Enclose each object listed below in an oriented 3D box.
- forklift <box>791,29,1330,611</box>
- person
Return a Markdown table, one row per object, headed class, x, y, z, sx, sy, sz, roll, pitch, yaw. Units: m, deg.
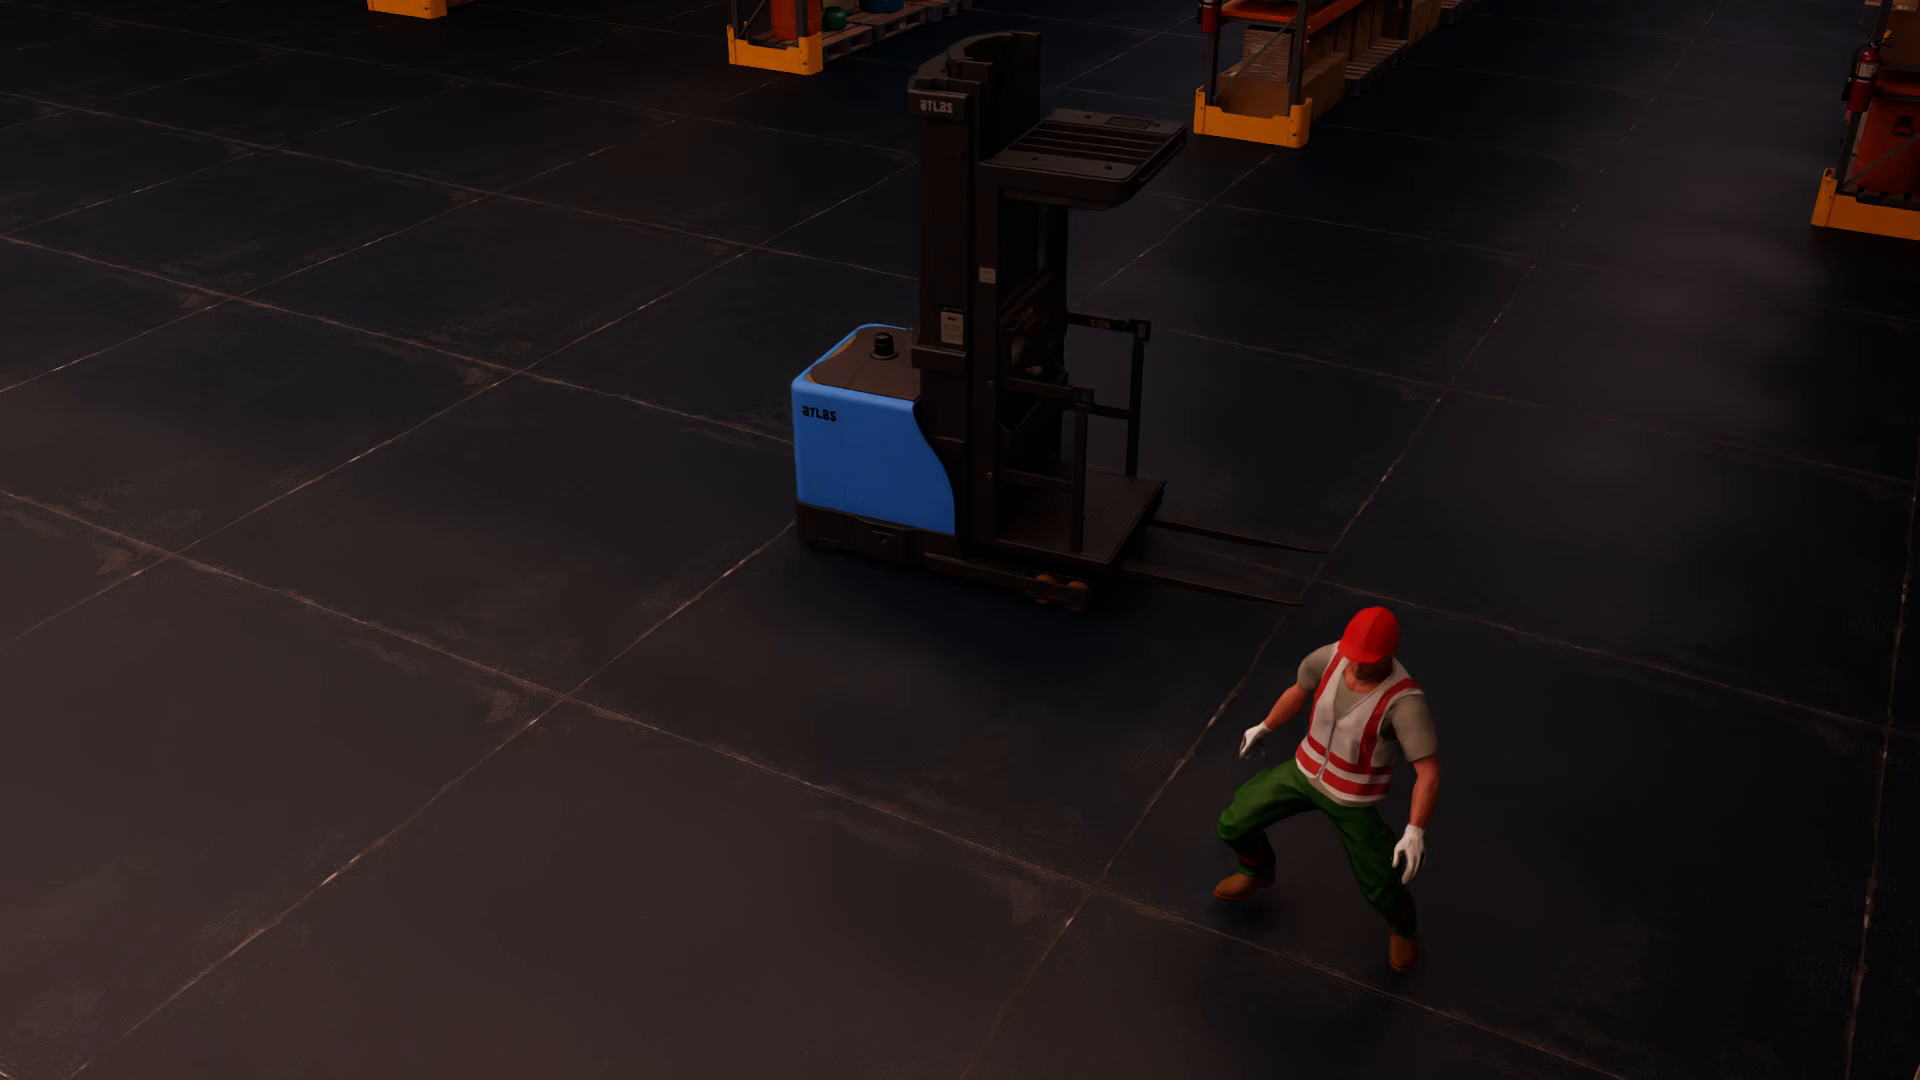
| class | x | y | z | sx | sy | sz | roll | pitch | yaw |
| --- | --- | --- | --- | --- | --- | --- | --- | --- | --- |
| forklift | 0.587 | -1.173 | 9.103 | 3.031 | 2.935 | 1.130 | 12 | 32 | 20 |
| person | 1.541 | 0.978 | 6.685 | 0.665 | 1.651 | 0.992 | -23 | 37 | -34 |
